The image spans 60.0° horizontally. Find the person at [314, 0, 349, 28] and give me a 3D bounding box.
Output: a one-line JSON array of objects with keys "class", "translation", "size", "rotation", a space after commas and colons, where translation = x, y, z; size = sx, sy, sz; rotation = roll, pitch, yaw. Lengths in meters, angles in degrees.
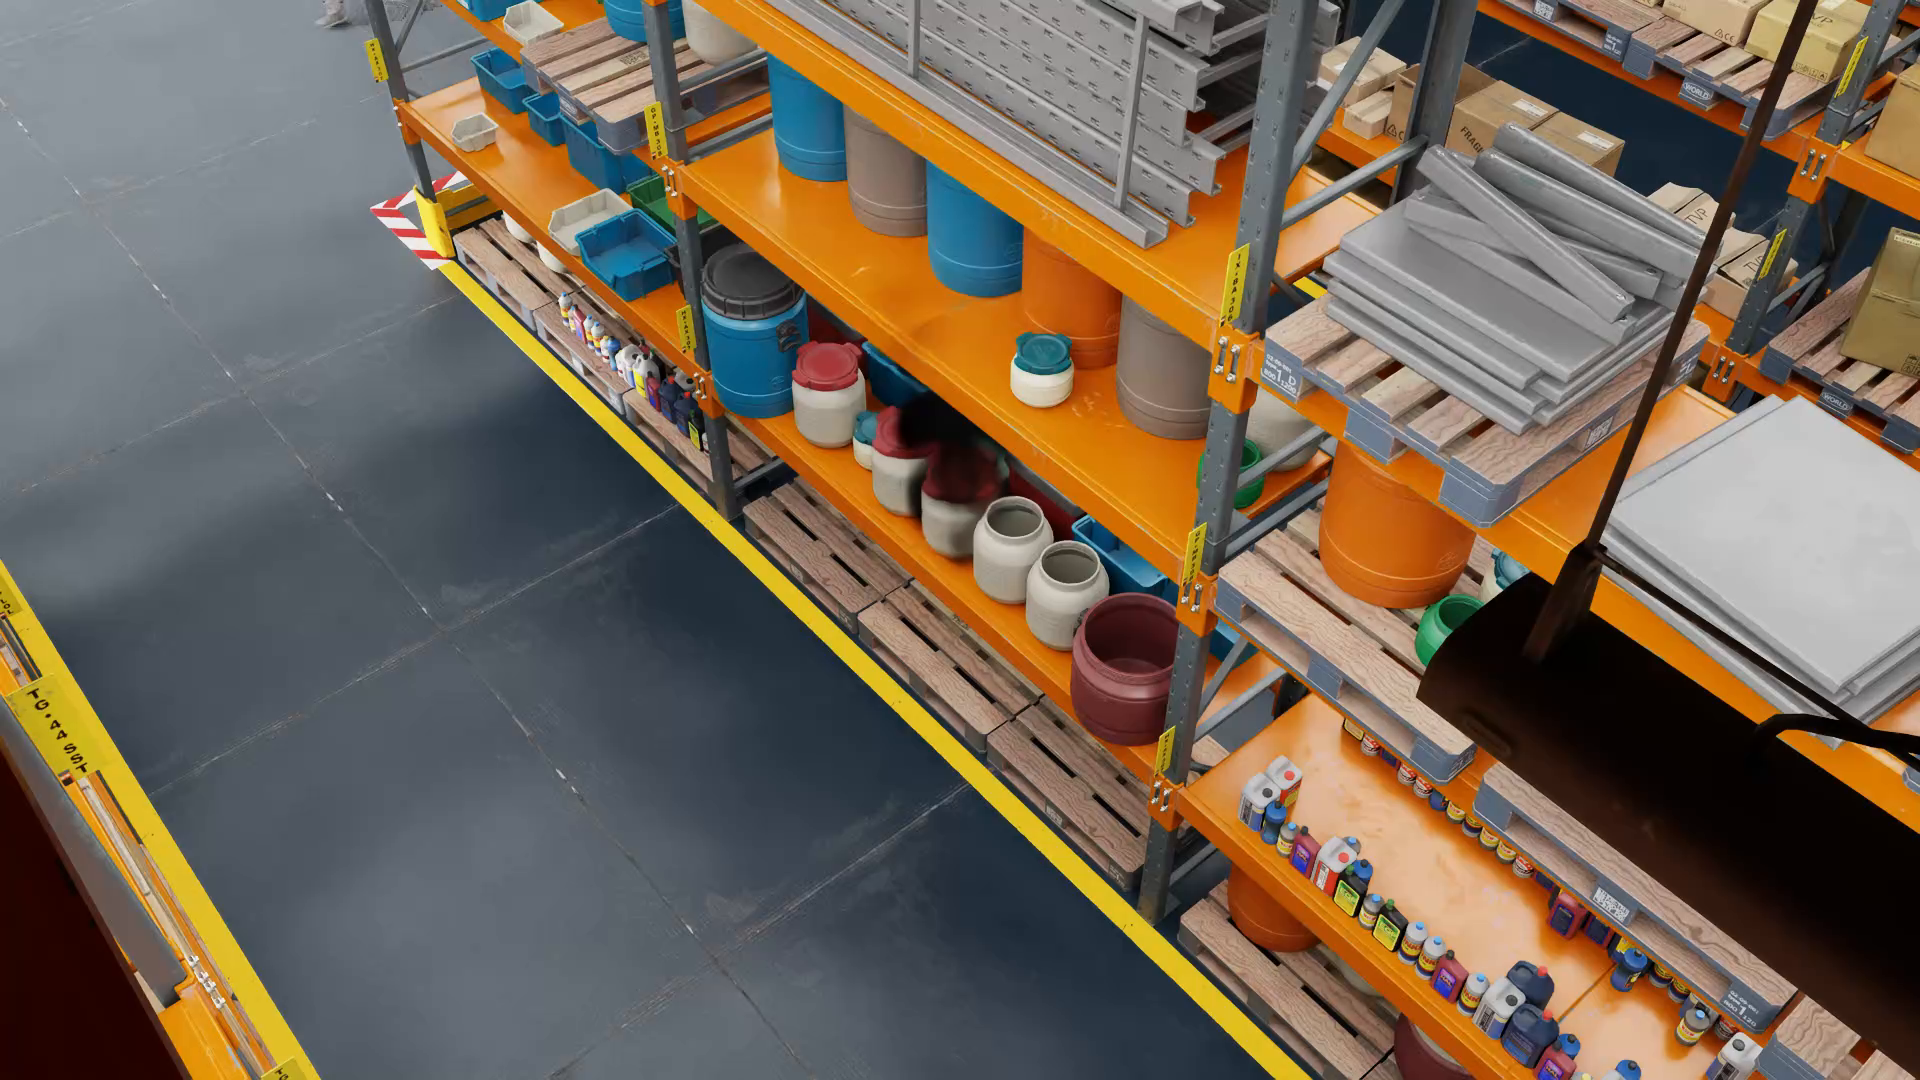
[{"class": "person", "translation": [-5.669, -5.512, 15.011], "size": [0.794, 1.786, 0.689], "rotation": [-12, 48, -11]}]
